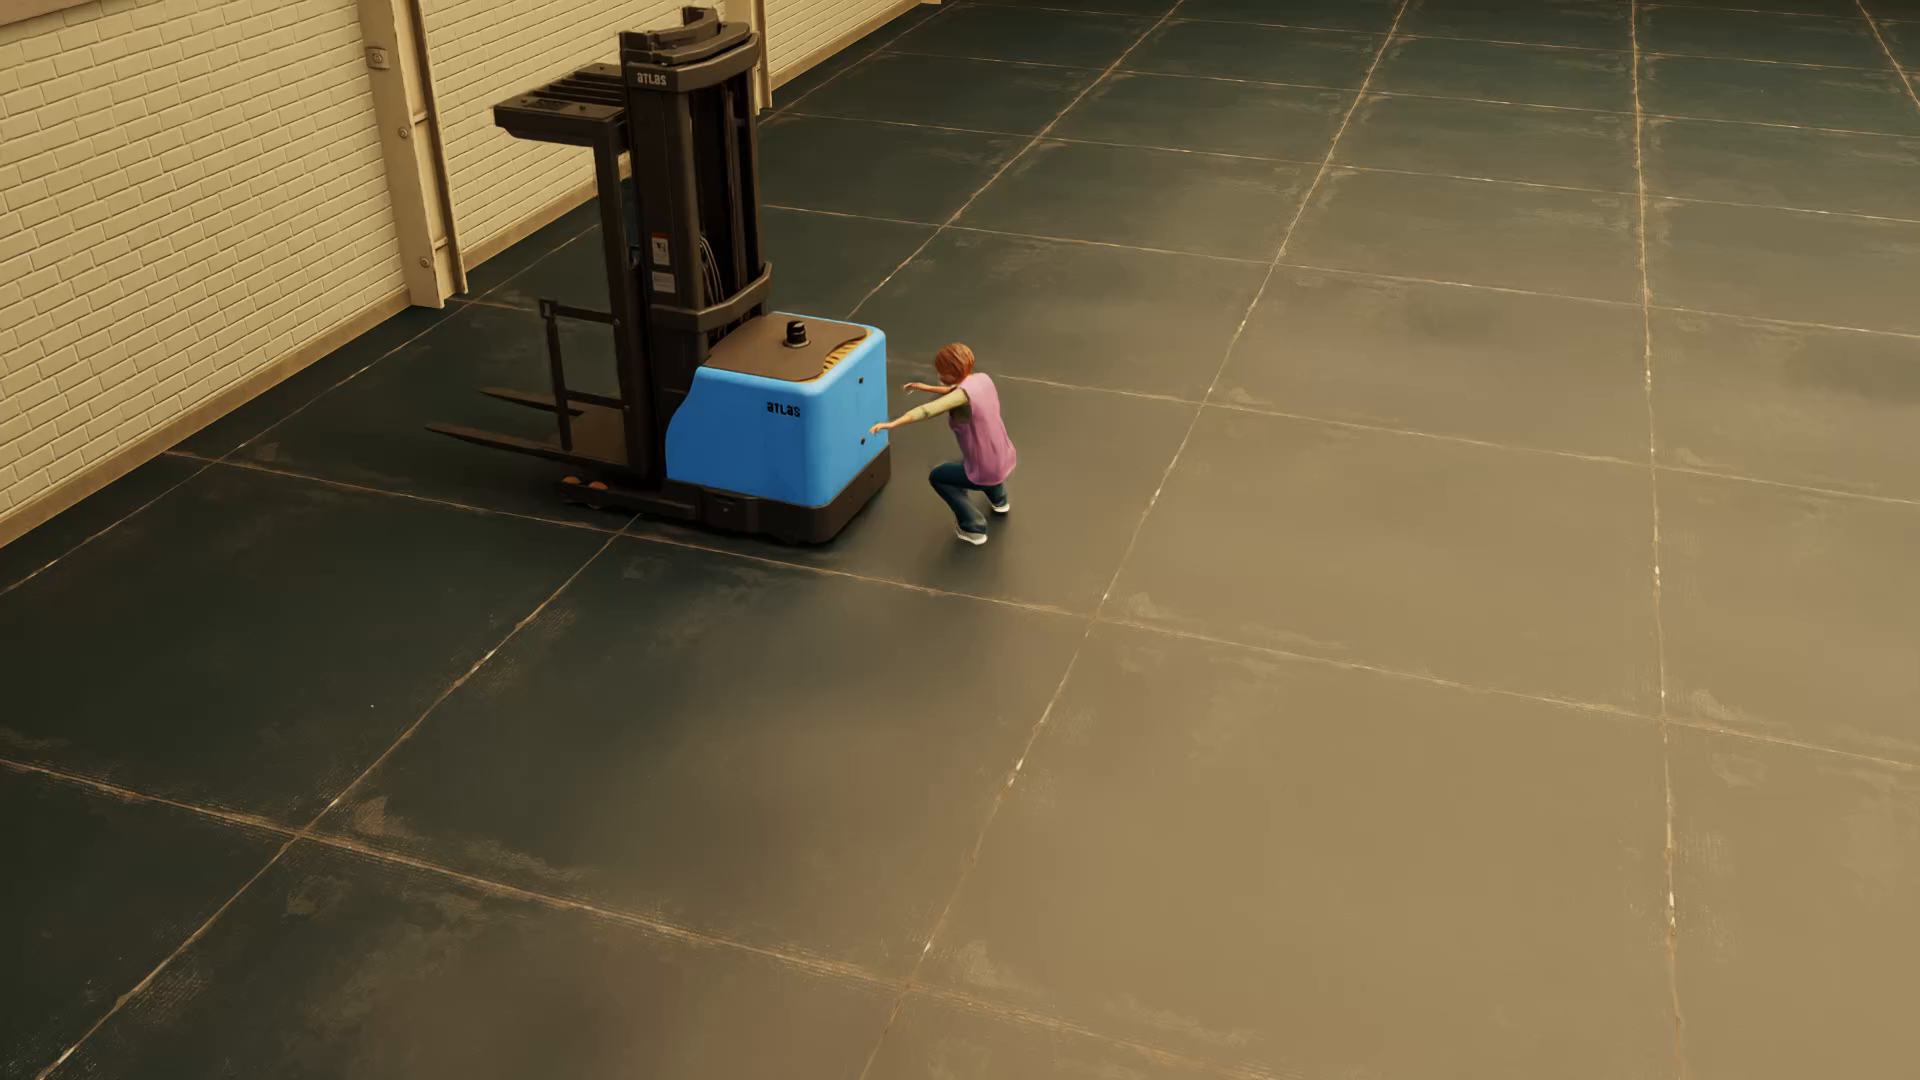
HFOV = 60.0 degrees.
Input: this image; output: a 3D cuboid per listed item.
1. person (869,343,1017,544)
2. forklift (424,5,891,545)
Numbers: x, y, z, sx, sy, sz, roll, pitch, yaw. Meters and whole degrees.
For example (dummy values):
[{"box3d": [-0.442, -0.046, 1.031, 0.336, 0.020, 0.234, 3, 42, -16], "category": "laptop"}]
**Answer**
[{"box3d": [-0.047, -0.512, 9.677, 0.733, 1.319, 1.413, 15, 33, 24], "category": "person"}, {"box3d": [-2.011, -1.699, 10.118, 3.031, 2.935, 1.130, 11, 32, 19], "category": "forklift"}]
